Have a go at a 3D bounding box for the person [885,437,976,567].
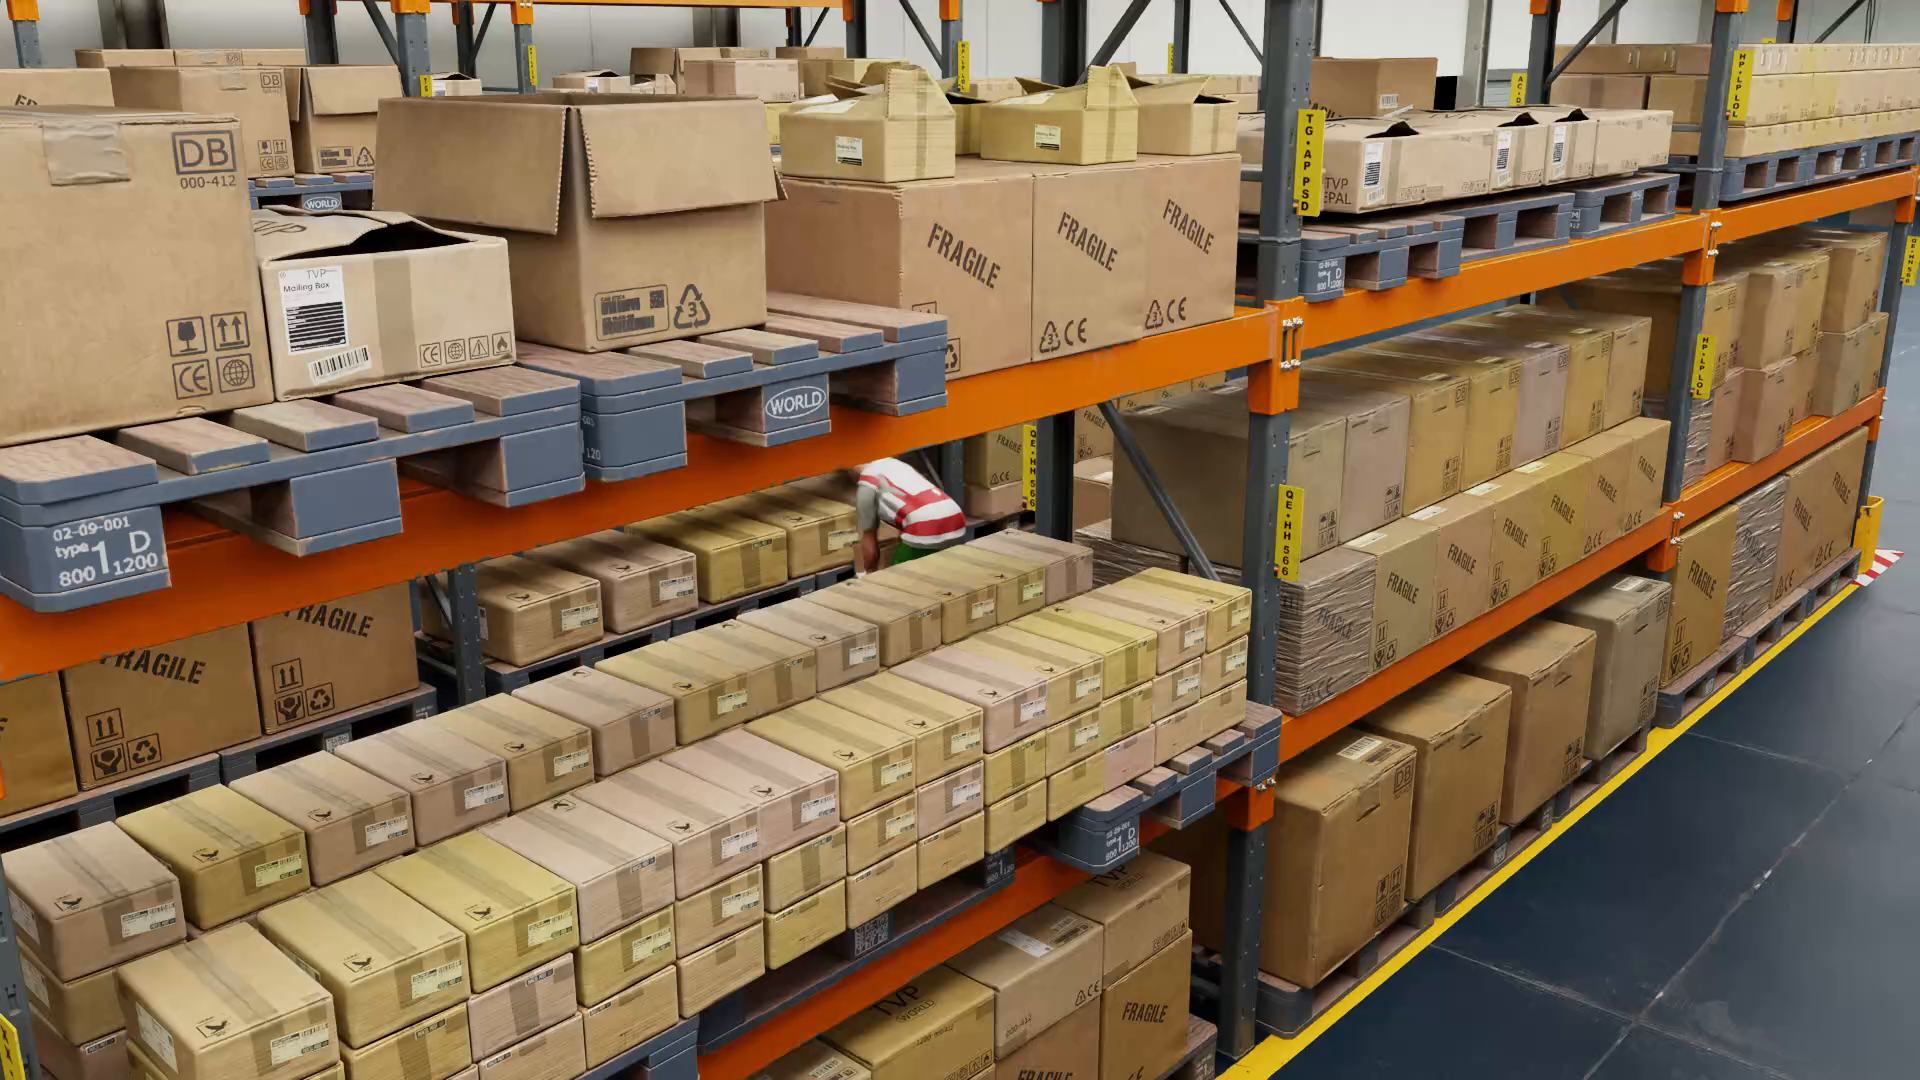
[{"bbox_3d":[-0.231,-0.051,9.639,0.564,1.787,0.637,14,22,40],"label":"person"}]
